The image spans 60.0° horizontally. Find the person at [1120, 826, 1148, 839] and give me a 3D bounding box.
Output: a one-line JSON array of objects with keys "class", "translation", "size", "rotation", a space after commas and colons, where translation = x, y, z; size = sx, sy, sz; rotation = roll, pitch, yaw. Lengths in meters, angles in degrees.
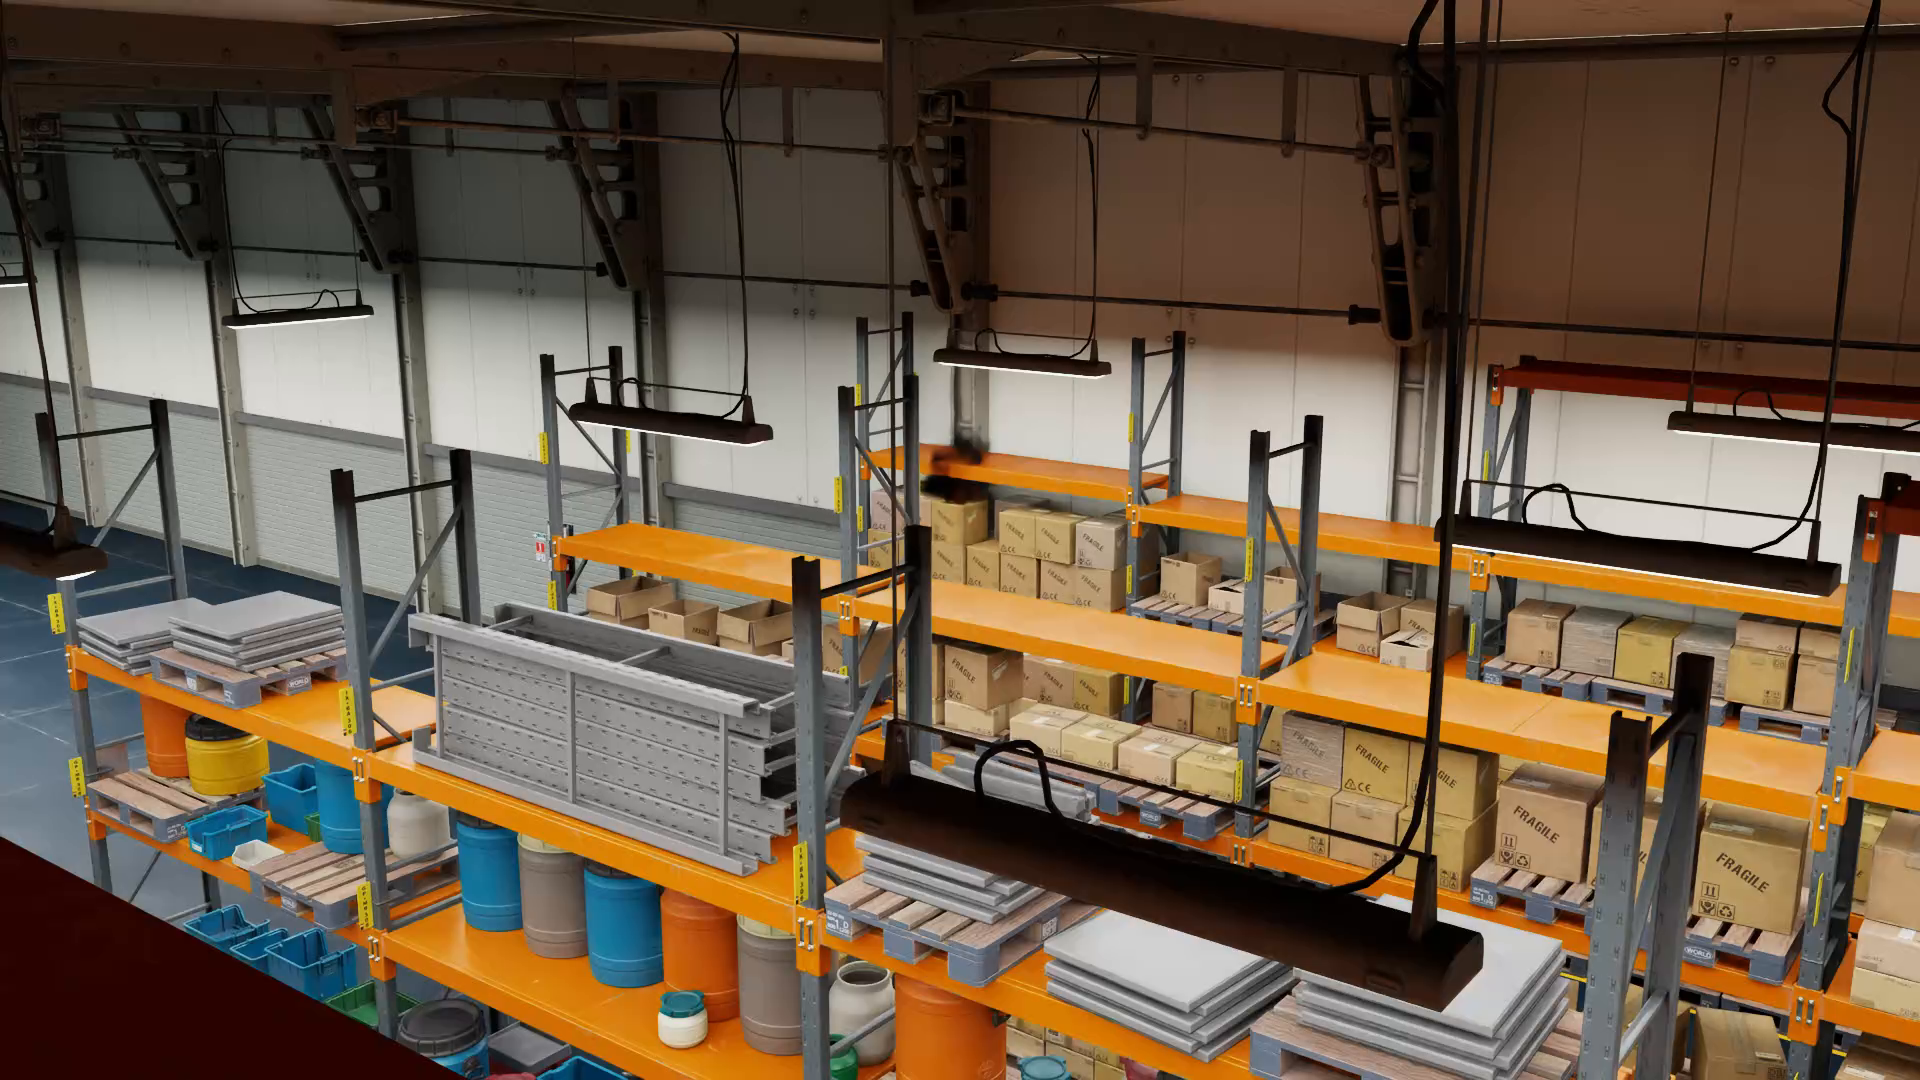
[{"class": "person", "translation": [1.758, 3.535, 16.072], "size": [0.889, 1.805, 0.610], "rotation": [10, 16, 37]}]

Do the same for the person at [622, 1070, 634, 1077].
[{"class": "person", "translation": [-2.587, 3.931, 14.508], "size": [0.938, 1.836, 0.693], "rotation": [5, 14, 21]}]
